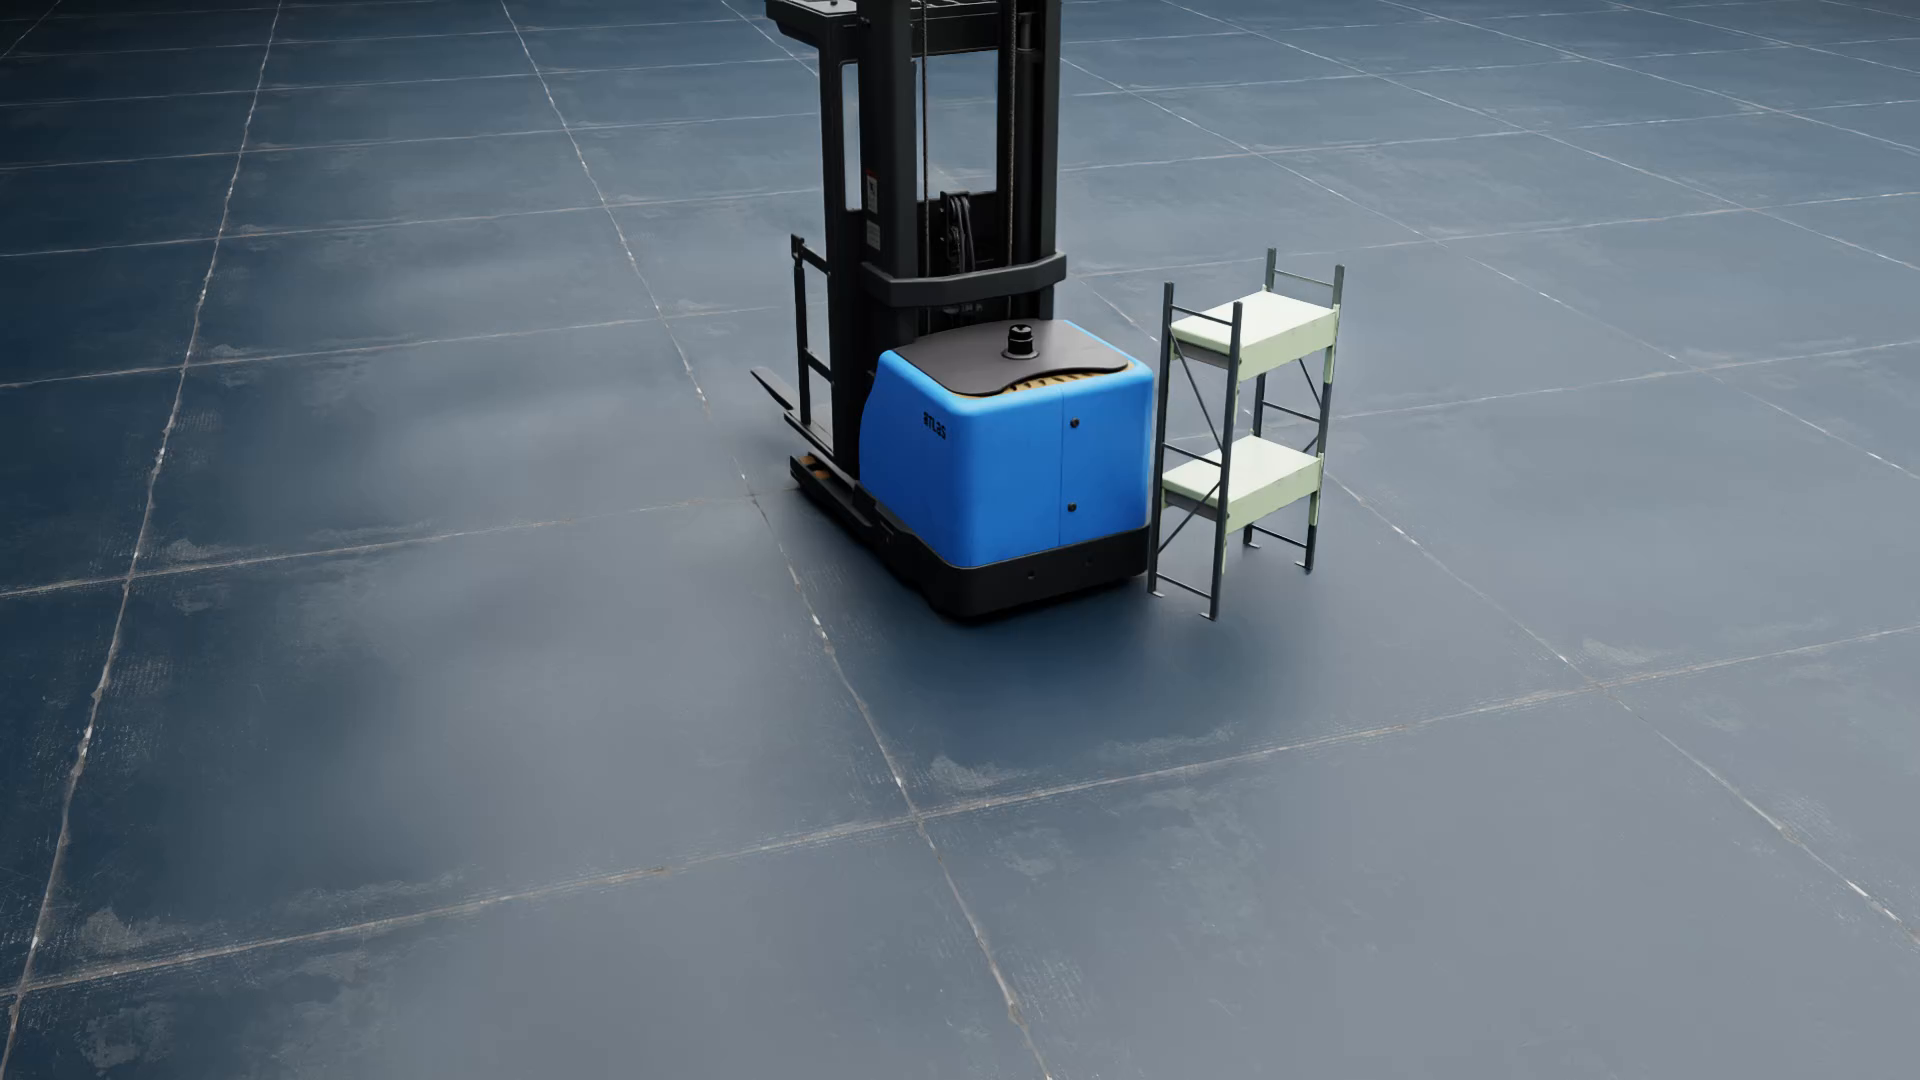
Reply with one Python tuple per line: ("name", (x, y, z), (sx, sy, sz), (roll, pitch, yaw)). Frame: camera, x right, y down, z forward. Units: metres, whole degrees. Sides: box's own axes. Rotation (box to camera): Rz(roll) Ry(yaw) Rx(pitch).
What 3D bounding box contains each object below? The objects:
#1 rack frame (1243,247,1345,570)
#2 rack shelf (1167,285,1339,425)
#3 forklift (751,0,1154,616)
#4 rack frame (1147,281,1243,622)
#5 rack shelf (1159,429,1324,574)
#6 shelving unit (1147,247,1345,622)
("rack frame", (1.545, -0.595, 7.762), (0.023, 1.500, 0.400), (-23, 35, -39))
("rack shelf", (1.282, -0.831, 7.360), (0.720, 0.370, 0.431), (-23, 35, -39))
("forklift", (-0.241, -1.596, 8.169), (1.130, 2.935, 3.031), (-13, 29, -24))
("rack frame", (1.020, -0.368, 7.305), (0.023, 1.500, 0.400), (-23, 35, -39))
("rack shelf", (1.282, -0.190, 7.678), (0.720, 0.370, 0.431), (-23, 35, -39))
("shelving unit", (1.282, -0.482, 7.533), (0.755, 1.500, 0.431), (-23, 35, -39))
